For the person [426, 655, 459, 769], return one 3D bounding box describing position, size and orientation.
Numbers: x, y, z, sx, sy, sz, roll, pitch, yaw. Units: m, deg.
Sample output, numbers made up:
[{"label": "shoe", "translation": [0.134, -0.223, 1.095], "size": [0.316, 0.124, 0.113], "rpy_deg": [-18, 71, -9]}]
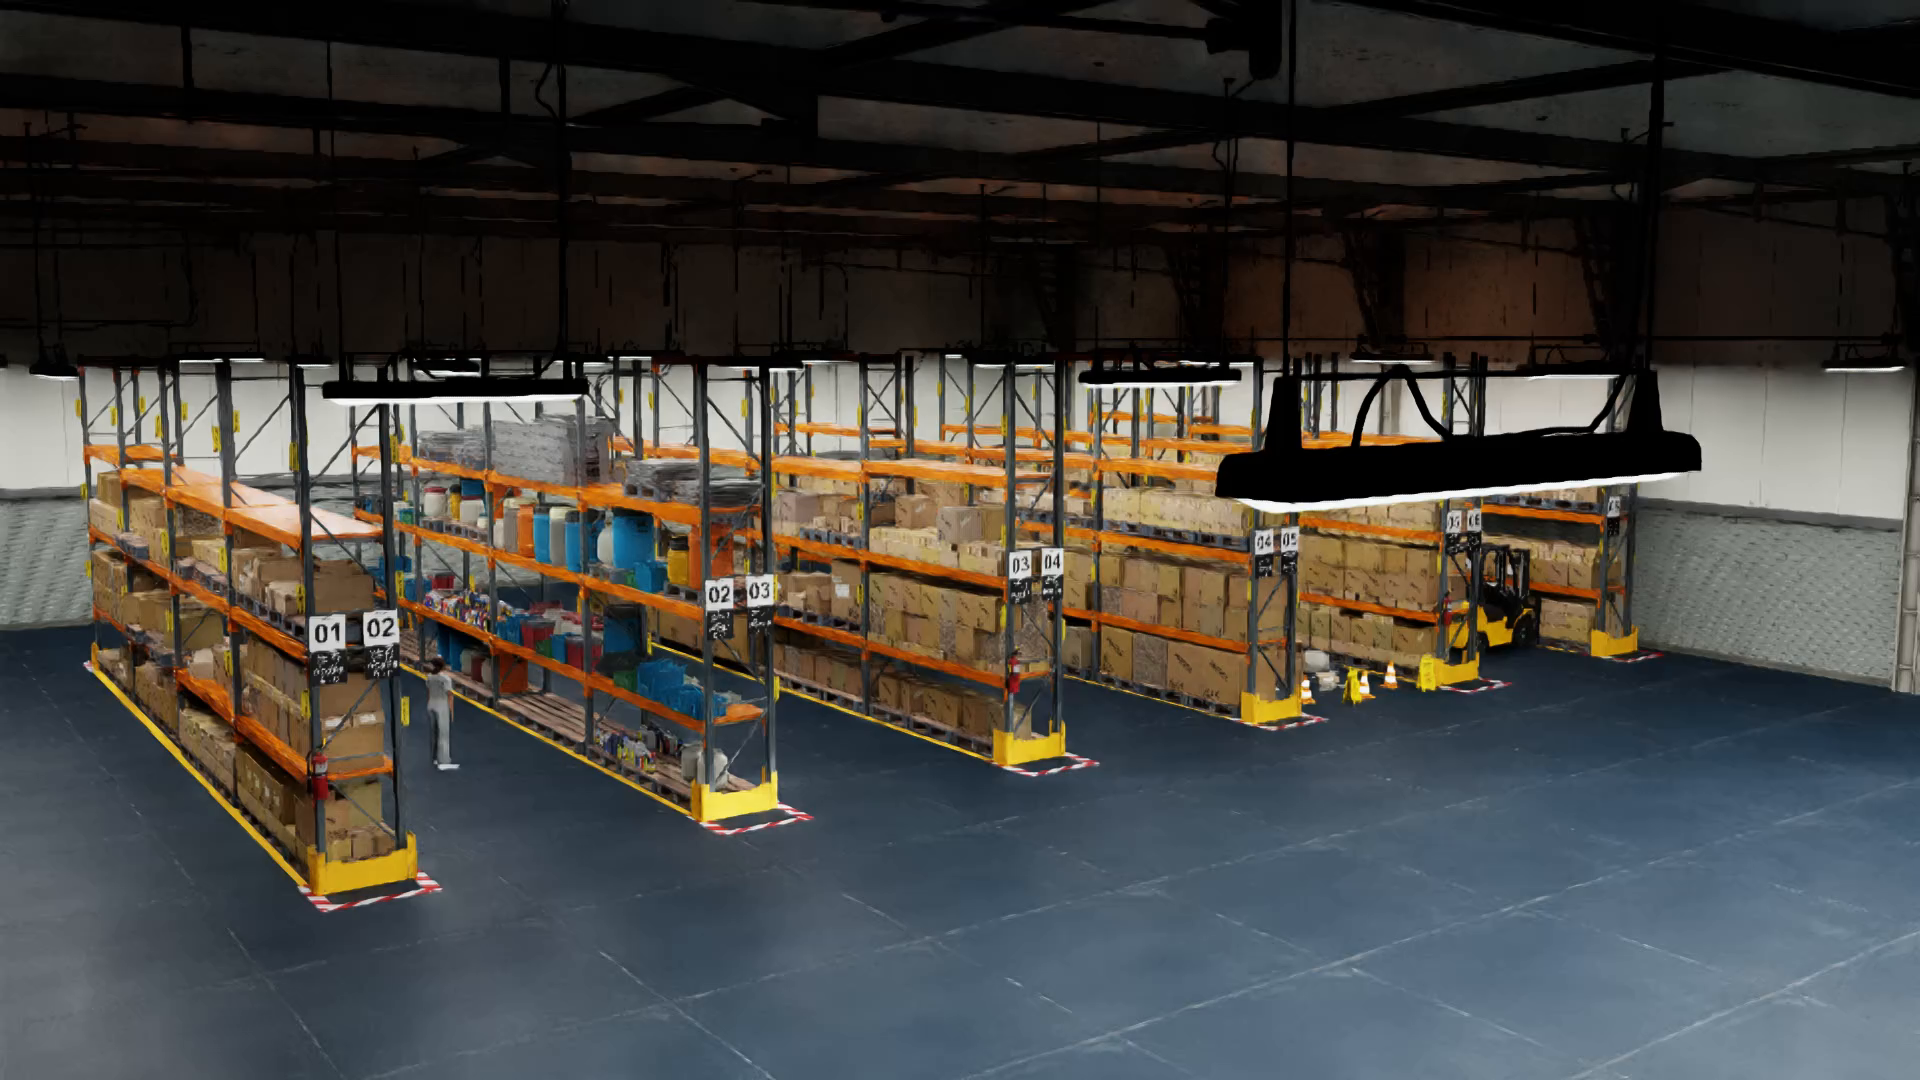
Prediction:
[{"label": "person", "translation": [-7.625, 2.517, 24.518], "size": [0.539, 1.679, 0.451], "rpy_deg": [3, 8, 26]}]
